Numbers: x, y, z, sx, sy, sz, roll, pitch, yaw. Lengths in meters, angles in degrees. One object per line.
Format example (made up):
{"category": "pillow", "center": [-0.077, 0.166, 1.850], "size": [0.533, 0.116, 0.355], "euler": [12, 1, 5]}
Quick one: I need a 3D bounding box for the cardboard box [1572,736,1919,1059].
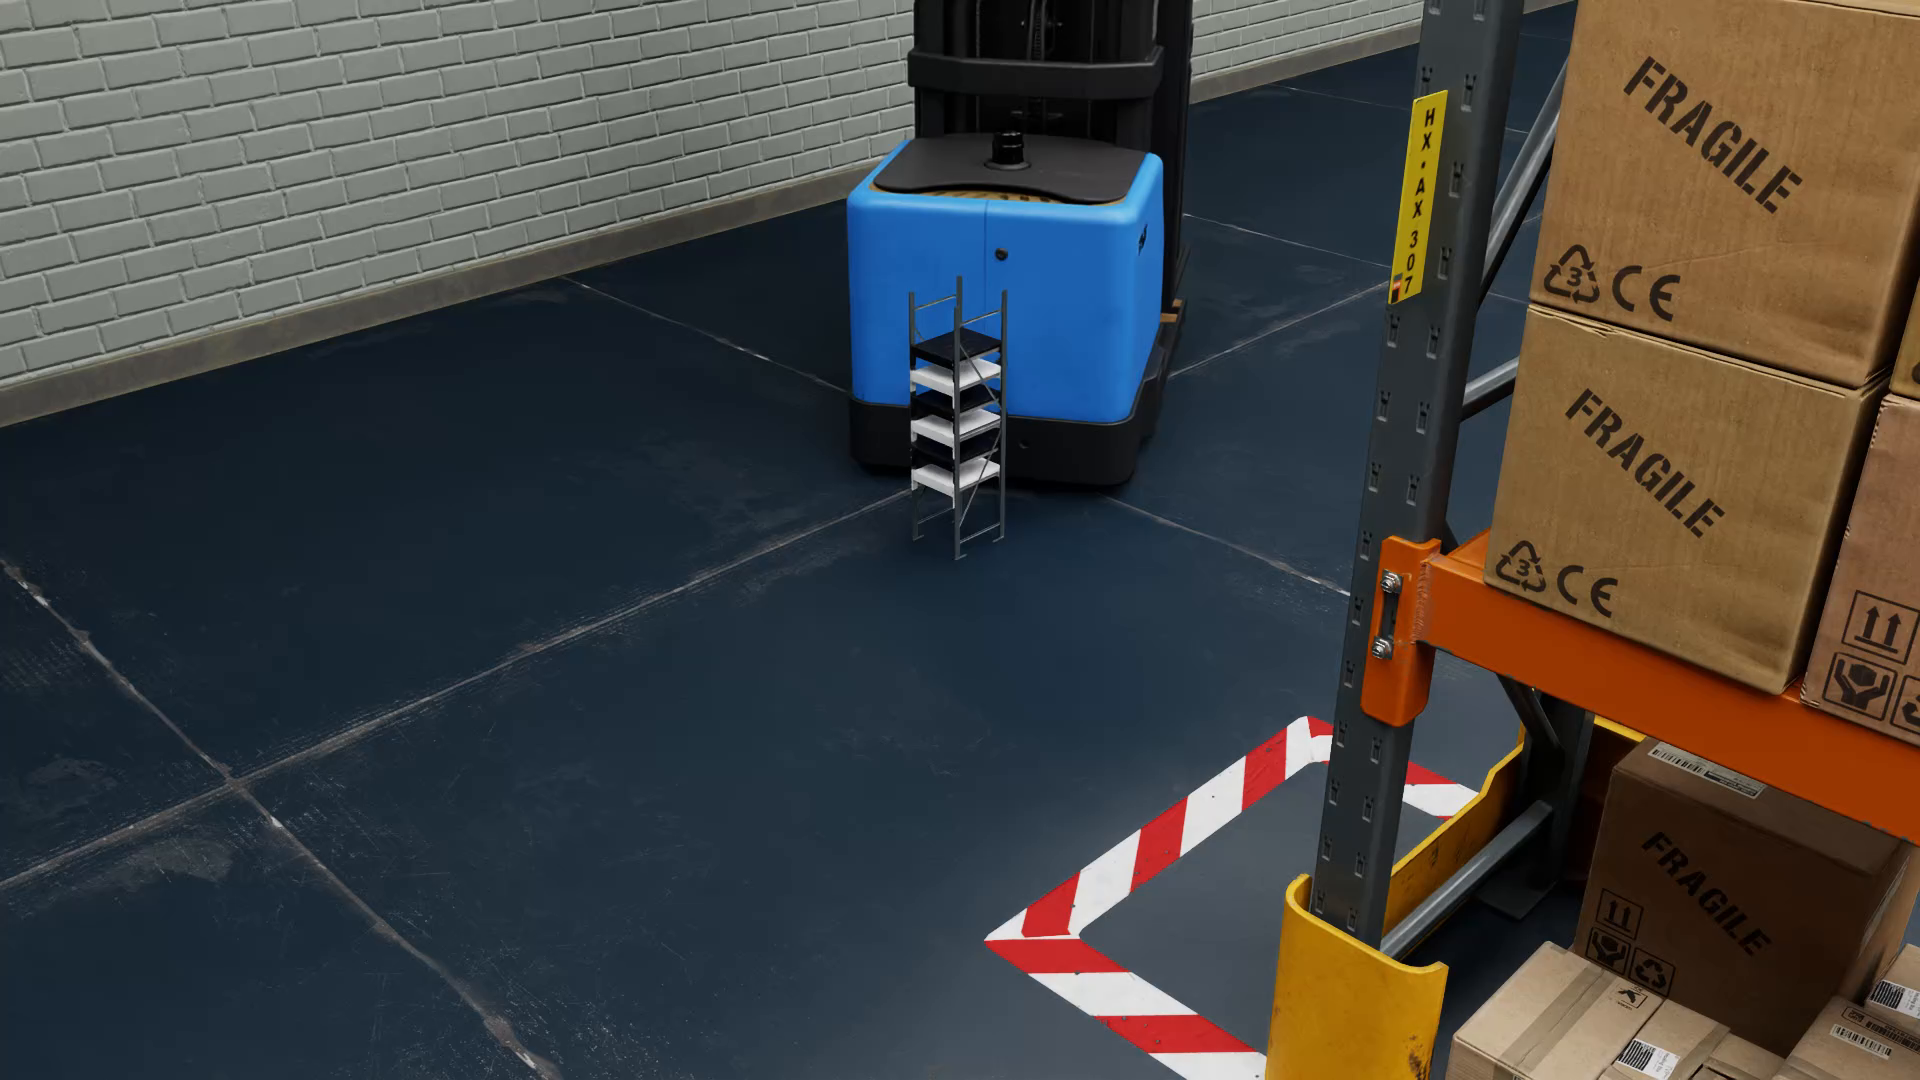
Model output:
{"category": "cardboard box", "center": [1.662, 0.674, 3.458], "size": [0.500, 0.500, 0.500], "euler": [25, 36, 38]}

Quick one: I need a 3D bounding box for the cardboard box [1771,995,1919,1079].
{"category": "cardboard box", "center": [1.647, 1.124, 2.872], "size": [0.500, 0.250, 0.500], "euler": [25, 36, 38]}

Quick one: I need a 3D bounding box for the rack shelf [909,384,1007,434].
{"category": "rack shelf", "center": [-0.006, -0.451, 5.519], "size": [0.200, 0.077, 0.258], "euler": [25, 36, 38]}

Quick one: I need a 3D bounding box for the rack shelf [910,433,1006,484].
{"category": "rack shelf", "center": [-0.006, -0.292, 5.603], "size": [0.200, 0.077, 0.258], "euler": [25, 36, 38]}

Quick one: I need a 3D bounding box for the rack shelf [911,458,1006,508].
{"category": "rack shelf", "center": [-0.006, -0.212, 5.645], "size": [0.200, 0.077, 0.258], "euler": [25, 36, 38]}

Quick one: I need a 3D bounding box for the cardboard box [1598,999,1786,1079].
{"category": "cardboard box", "center": [1.338, 1.058, 3.086], "size": [0.250, 0.166, 0.380], "euler": [25, 36, 38]}

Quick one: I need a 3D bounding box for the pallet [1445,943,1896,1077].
{"category": "pallet", "center": [1.725, 1.186, 3.269], "size": [1.213, 0.211, 1.003], "euler": [25, 36, 38]}

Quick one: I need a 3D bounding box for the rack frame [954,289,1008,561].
{"category": "rack frame", "center": [0.067, -0.368, 5.483], "size": [0.006, 0.900, 0.240], "euler": [25, 36, 38]}

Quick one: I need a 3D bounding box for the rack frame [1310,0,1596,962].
{"category": "rack frame", "center": [1.102, -0.333, 3.161], "size": [0.127, 3.000, 1.000], "euler": [25, 36, 38]}

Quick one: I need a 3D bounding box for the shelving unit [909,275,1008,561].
{"category": "shelving unit", "center": [-0.006, -0.401, 5.546], "size": [0.210, 0.900, 0.258], "euler": [25, 36, 38]}

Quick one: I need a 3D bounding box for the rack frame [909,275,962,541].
{"category": "rack frame", "center": [-0.078, -0.434, 5.609], "size": [0.006, 0.900, 0.240], "euler": [25, 36, 38]}

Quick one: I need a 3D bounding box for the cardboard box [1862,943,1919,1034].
{"category": "cardboard box", "center": [1.888, 0.984, 3.228], "size": [0.250, 0.166, 0.380], "euler": [25, 36, 38]}

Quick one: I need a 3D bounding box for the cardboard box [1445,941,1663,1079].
{"category": "cardboard box", "center": [1.159, 0.985, 3.245], "size": [0.250, 0.149, 0.380], "euler": [25, 36, 38]}

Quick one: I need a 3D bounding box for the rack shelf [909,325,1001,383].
{"category": "rack shelf", "center": [-0.006, -0.610, 5.435], "size": [0.200, 0.077, 0.258], "euler": [25, 36, 38]}

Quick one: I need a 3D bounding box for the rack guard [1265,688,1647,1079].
{"category": "rack guard", "center": [1.156, 0.798, 3.695], "size": [0.348, 0.500, 1.175], "euler": [25, 36, 38]}

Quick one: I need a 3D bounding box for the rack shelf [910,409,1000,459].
{"category": "rack shelf", "center": [-0.006, -0.371, 5.561], "size": [0.200, 0.077, 0.258], "euler": [25, 36, 38]}

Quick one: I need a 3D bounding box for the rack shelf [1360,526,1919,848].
{"category": "rack shelf", "center": [2.528, 0.638, 2.087], "size": [4.000, 0.370, 1.077], "euler": [25, 36, 38]}

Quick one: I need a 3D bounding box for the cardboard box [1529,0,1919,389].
{"category": "cardboard box", "center": [1.233, -0.588, 2.463], "size": [0.500, 0.500, 0.500], "euler": [-24, 36, -38]}

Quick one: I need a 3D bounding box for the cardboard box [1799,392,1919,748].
{"category": "cardboard box", "center": [1.605, 0.021, 2.379], "size": [0.500, 0.500, 0.500], "euler": [24, 36, 38]}

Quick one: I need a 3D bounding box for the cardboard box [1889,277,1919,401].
{"category": "cardboard box", "center": [1.611, -0.420, 2.143], "size": [0.500, 0.500, 0.500], "euler": [-25, 37, -39]}

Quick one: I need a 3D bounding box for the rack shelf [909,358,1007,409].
{"category": "rack shelf", "center": [-0.006, -0.531, 5.477], "size": [0.200, 0.077, 0.258], "euler": [25, 36, 38]}

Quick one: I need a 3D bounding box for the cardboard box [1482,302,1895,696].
{"category": "cardboard box", "center": [1.233, -0.145, 2.696], "size": [0.500, 0.500, 0.500], "euler": [-24, 36, -38]}

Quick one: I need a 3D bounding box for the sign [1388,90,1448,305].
{"category": "sign", "center": [0.722, -0.536, 2.617], "size": [0.005, 0.325, 0.100], "euler": [25, 36, 38]}

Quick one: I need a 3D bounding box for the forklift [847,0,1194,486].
{"category": "forklift", "center": [0.411, -2.159, 6.707], "size": [1.130, 2.935, 3.031], "euler": [6, 28, 11]}
